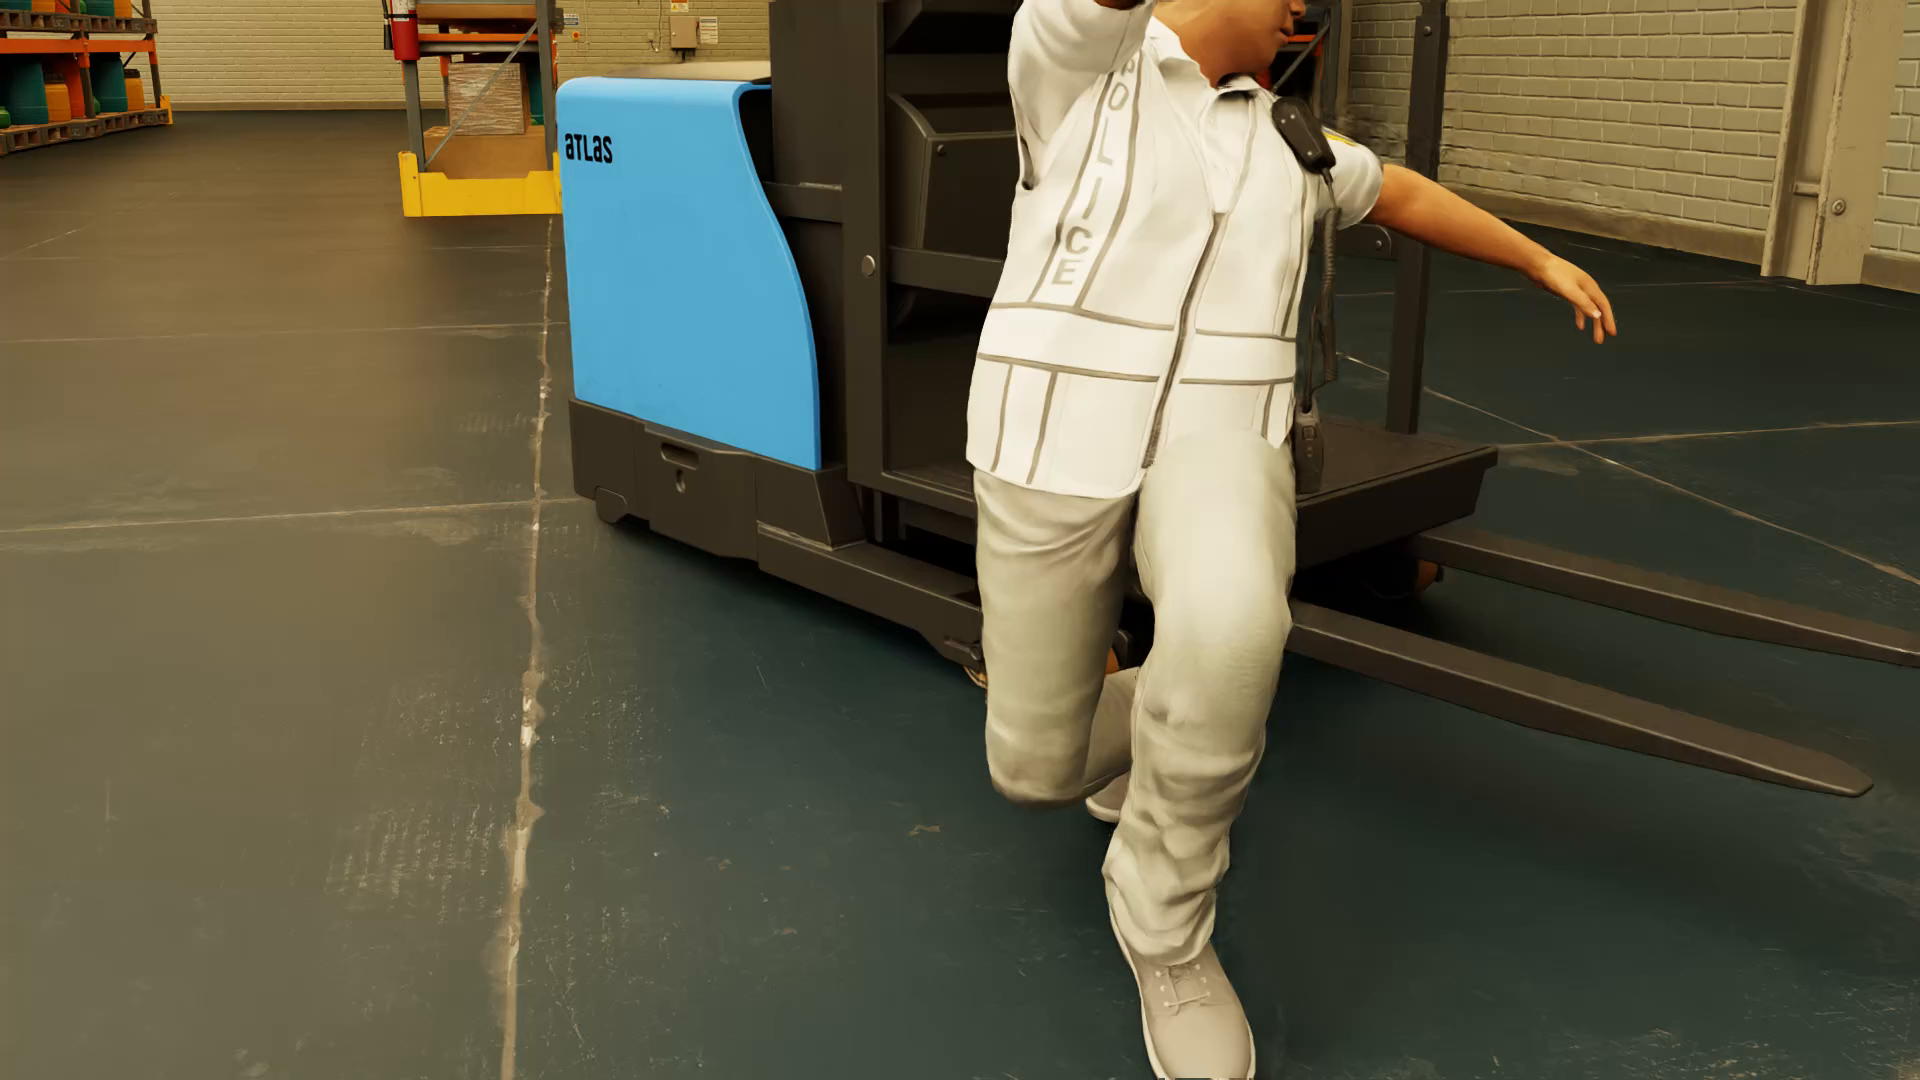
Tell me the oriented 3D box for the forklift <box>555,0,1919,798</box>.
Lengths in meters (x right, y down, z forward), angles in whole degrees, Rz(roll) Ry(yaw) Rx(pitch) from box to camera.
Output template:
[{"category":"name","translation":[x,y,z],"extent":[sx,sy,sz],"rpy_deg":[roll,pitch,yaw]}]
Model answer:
[{"category":"forklift","translation":[0.387,-1.249,3.071],"extent":[1.130,2.935,3.031],"rpy_deg":[-14,22,-40]}]

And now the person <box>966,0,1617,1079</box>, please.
[{"category":"person","translation":[0.469,-0.142,2.088],"extent":[0.923,1.372,0.922],"rpy_deg":[0,17,1]}]
